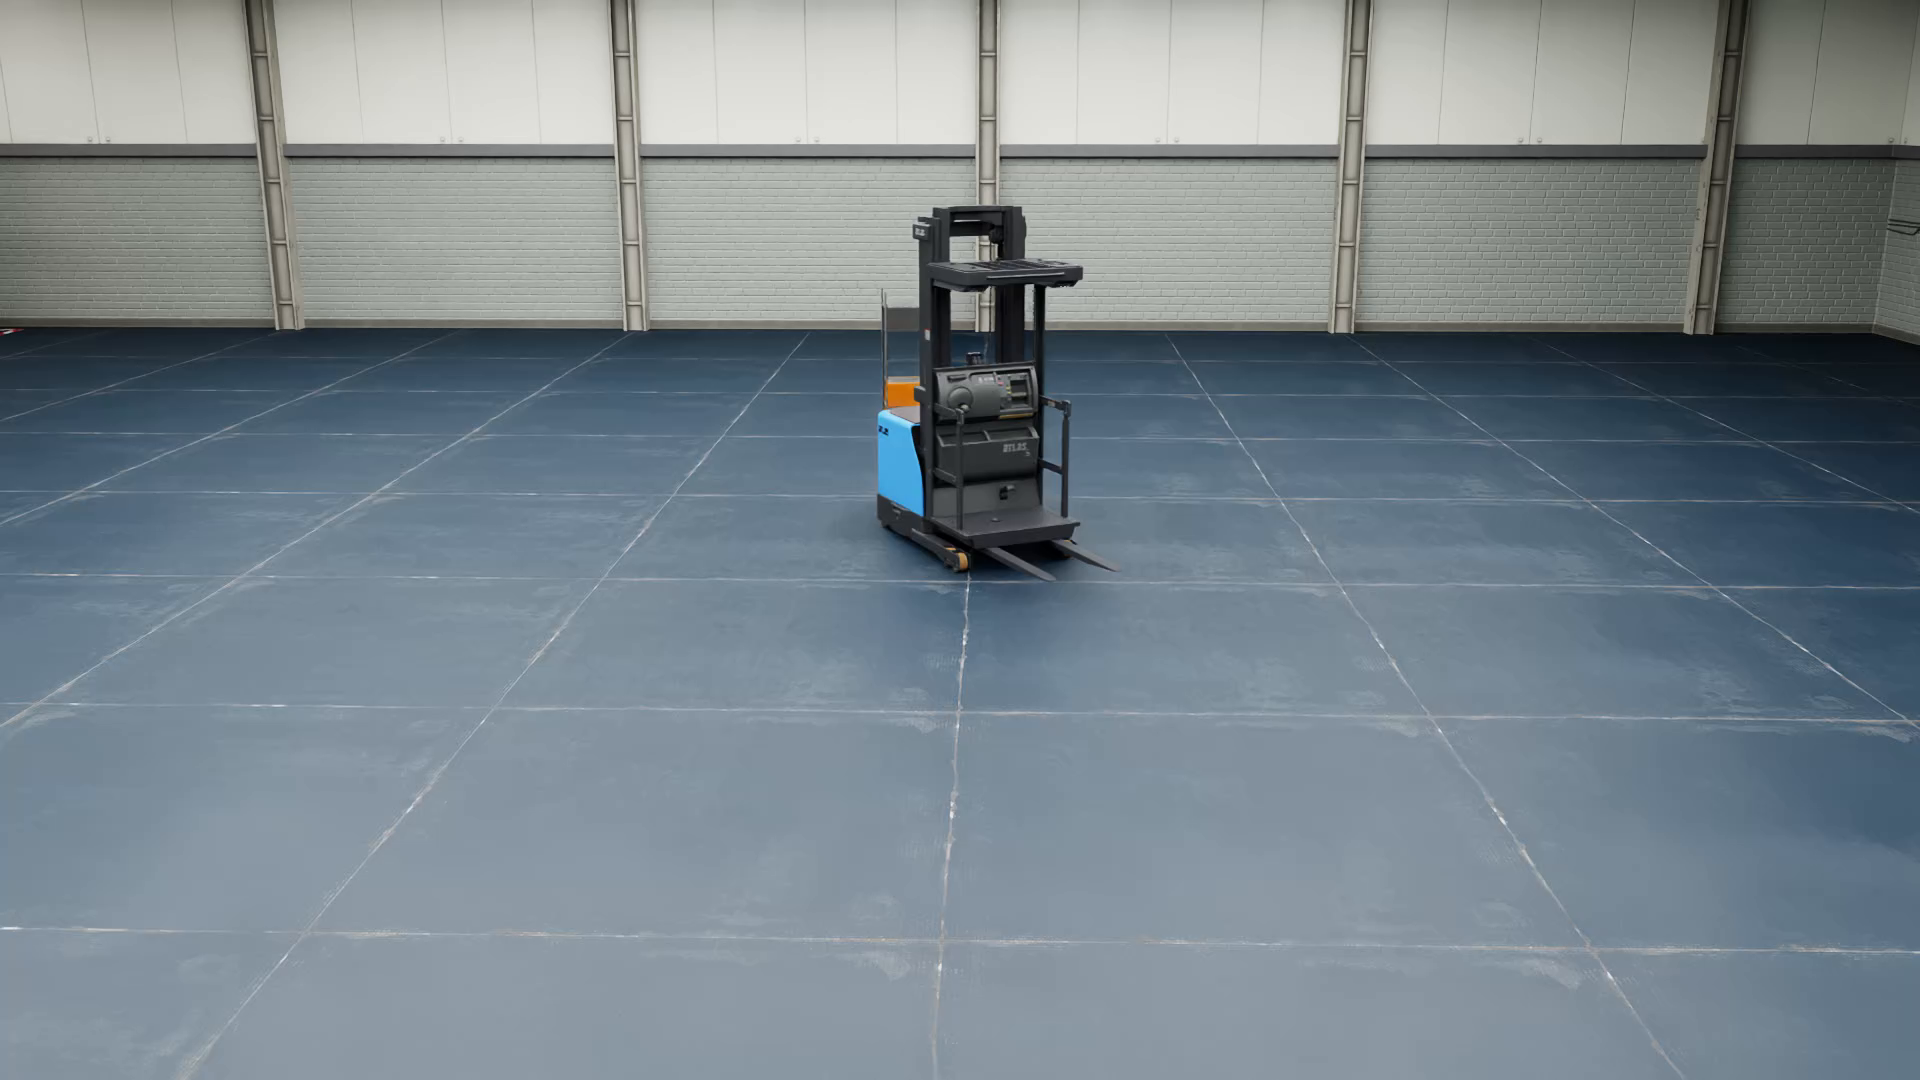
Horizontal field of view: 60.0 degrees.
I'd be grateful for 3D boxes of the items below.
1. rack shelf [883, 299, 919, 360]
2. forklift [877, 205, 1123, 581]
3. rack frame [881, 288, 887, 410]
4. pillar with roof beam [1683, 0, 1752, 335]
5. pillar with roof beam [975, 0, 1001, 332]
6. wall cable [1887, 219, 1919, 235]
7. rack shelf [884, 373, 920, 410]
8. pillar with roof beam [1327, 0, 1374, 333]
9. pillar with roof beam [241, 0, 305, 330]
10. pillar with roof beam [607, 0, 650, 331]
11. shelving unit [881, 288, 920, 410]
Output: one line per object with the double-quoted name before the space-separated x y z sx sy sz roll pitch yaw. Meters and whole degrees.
"rack shelf" -0.461 -1.964 15.466 0.480 0.518 0.431 -2 14 -7
"forklift" 0.328 -1.274 13.923 1.130 2.935 3.031 -7 16 -25
"rack frame" -0.702 -1.290 15.602 0.015 2.100 0.400 -2 14 -7
"pillar with roof beam" 12.346 -6.743 22.759 0.400 9.000 9.100 0 15 1
"pillar with roof beam" 0.350 -6.821 23.055 0.400 9.000 9.100 0 15 1
"wall cable" 15.368 -5.983 25.965 0.112 2.526 3.097 0 15 1
"rack shelf" -0.460 -1.285 15.636 0.480 0.518 0.431 -2 14 -7
"pillar with roof beam" 6.348 -6.782 22.907 0.400 9.000 9.100 0 15 1
"pillar with roof beam" -11.646 -6.900 23.351 0.400 9.000 9.100 0 15 1
"pillar with roof beam" -5.648 -6.860 23.203 0.400 9.000 9.100 0 15 1
"shelving unit" -0.460 -1.298 15.632 0.503 2.100 0.431 -2 14 -7
